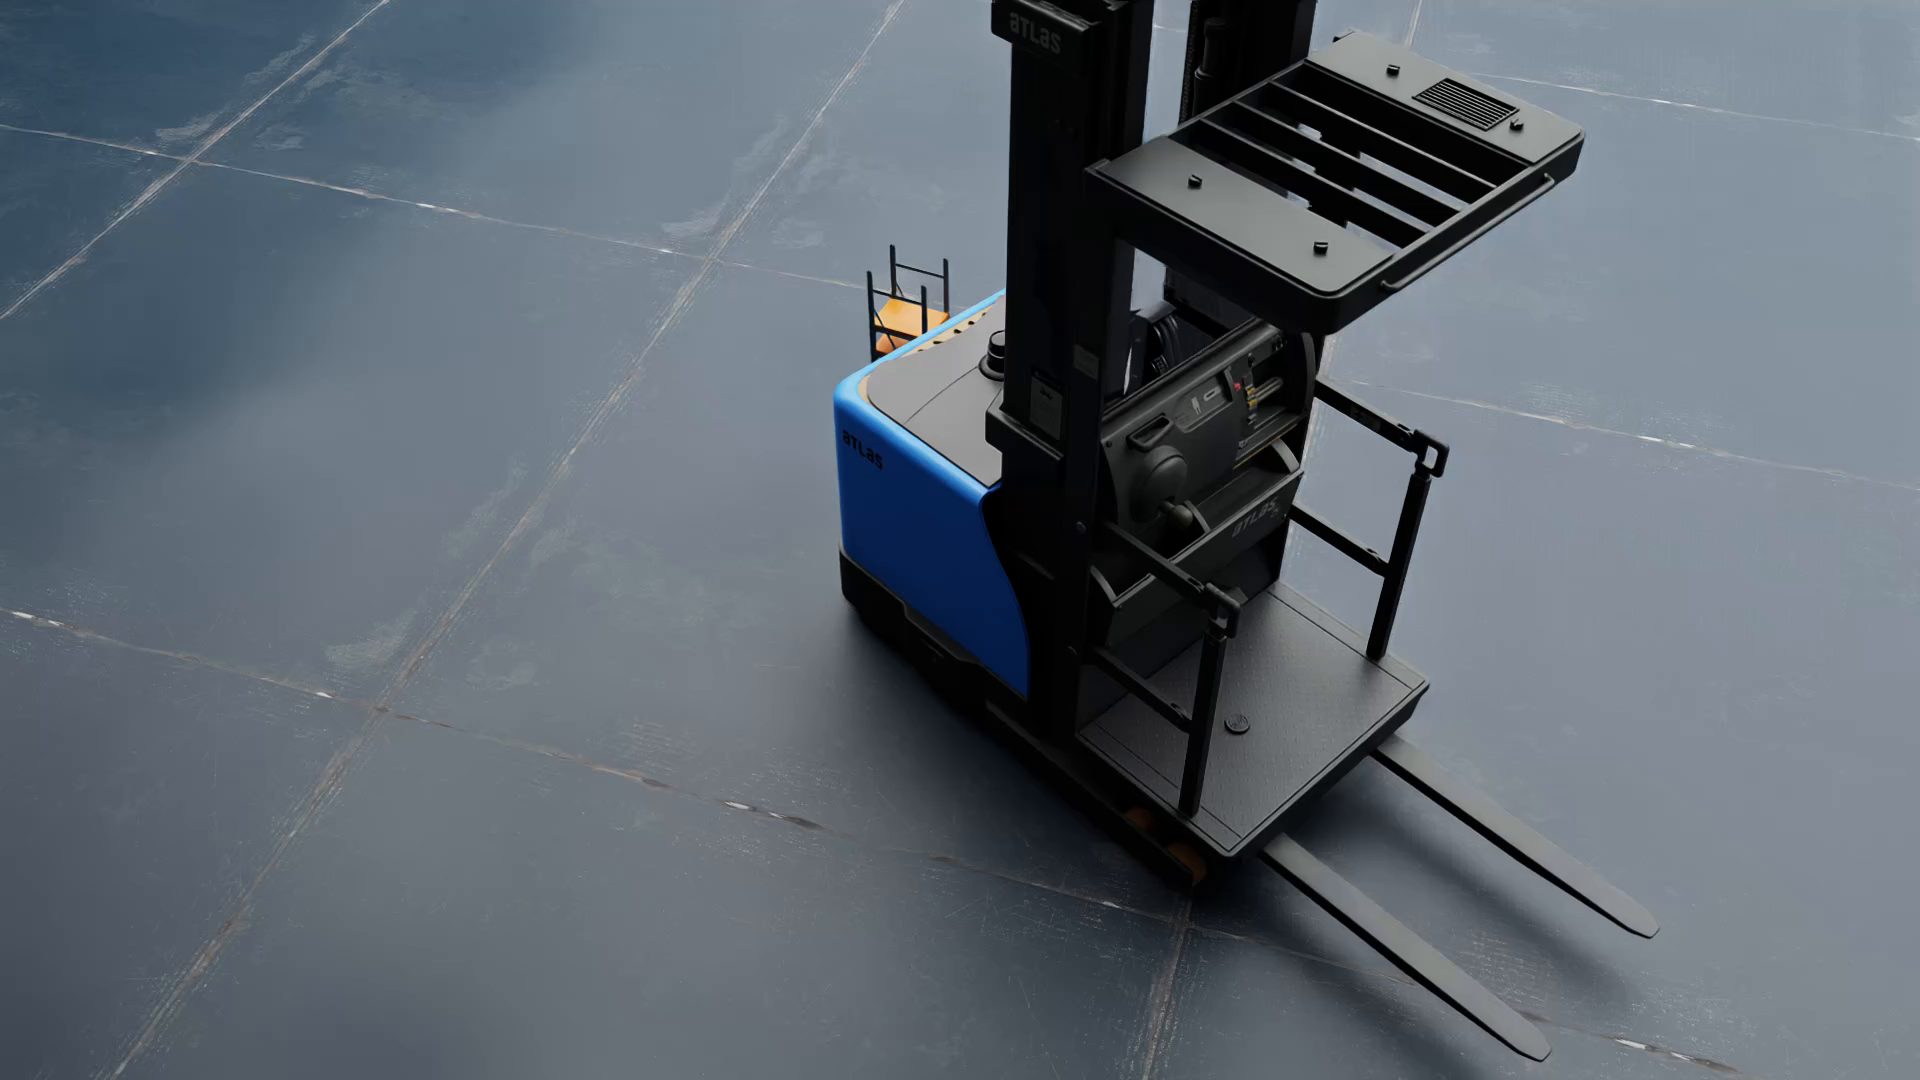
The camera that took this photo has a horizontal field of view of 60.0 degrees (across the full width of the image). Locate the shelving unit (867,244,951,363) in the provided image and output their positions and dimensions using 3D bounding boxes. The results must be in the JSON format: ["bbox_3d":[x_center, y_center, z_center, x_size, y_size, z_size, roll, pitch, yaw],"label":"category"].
[{"bbox_3d":[-0.187,-0.571,6.475,0.258,1.200,0.189,18,47,18],"label":"shelving unit"}]

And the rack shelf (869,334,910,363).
[{"bbox_3d":[-0.188,-0.712,6.338,0.258,0.103,0.180,18,47,18],"label":"rack shelf"}]

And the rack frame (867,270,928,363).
[{"bbox_3d":[-0.226,-0.514,6.415,0.240,1.200,0.006,18,47,18],"label":"rack frame"}]

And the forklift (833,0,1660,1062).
[{"bbox_3d":[0.913,-0.292,4.952,1.130,2.935,3.031,-33,53,-29],"label":"forklift"}]

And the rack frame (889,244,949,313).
[{"bbox_3d":[-0.148,-0.629,6.534,0.240,1.200,0.006,18,47,18],"label":"rack frame"}]

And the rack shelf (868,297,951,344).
[{"bbox_3d":[-0.189,-0.798,6.255,0.258,0.103,0.180,18,47,18],"label":"rack shelf"}]
